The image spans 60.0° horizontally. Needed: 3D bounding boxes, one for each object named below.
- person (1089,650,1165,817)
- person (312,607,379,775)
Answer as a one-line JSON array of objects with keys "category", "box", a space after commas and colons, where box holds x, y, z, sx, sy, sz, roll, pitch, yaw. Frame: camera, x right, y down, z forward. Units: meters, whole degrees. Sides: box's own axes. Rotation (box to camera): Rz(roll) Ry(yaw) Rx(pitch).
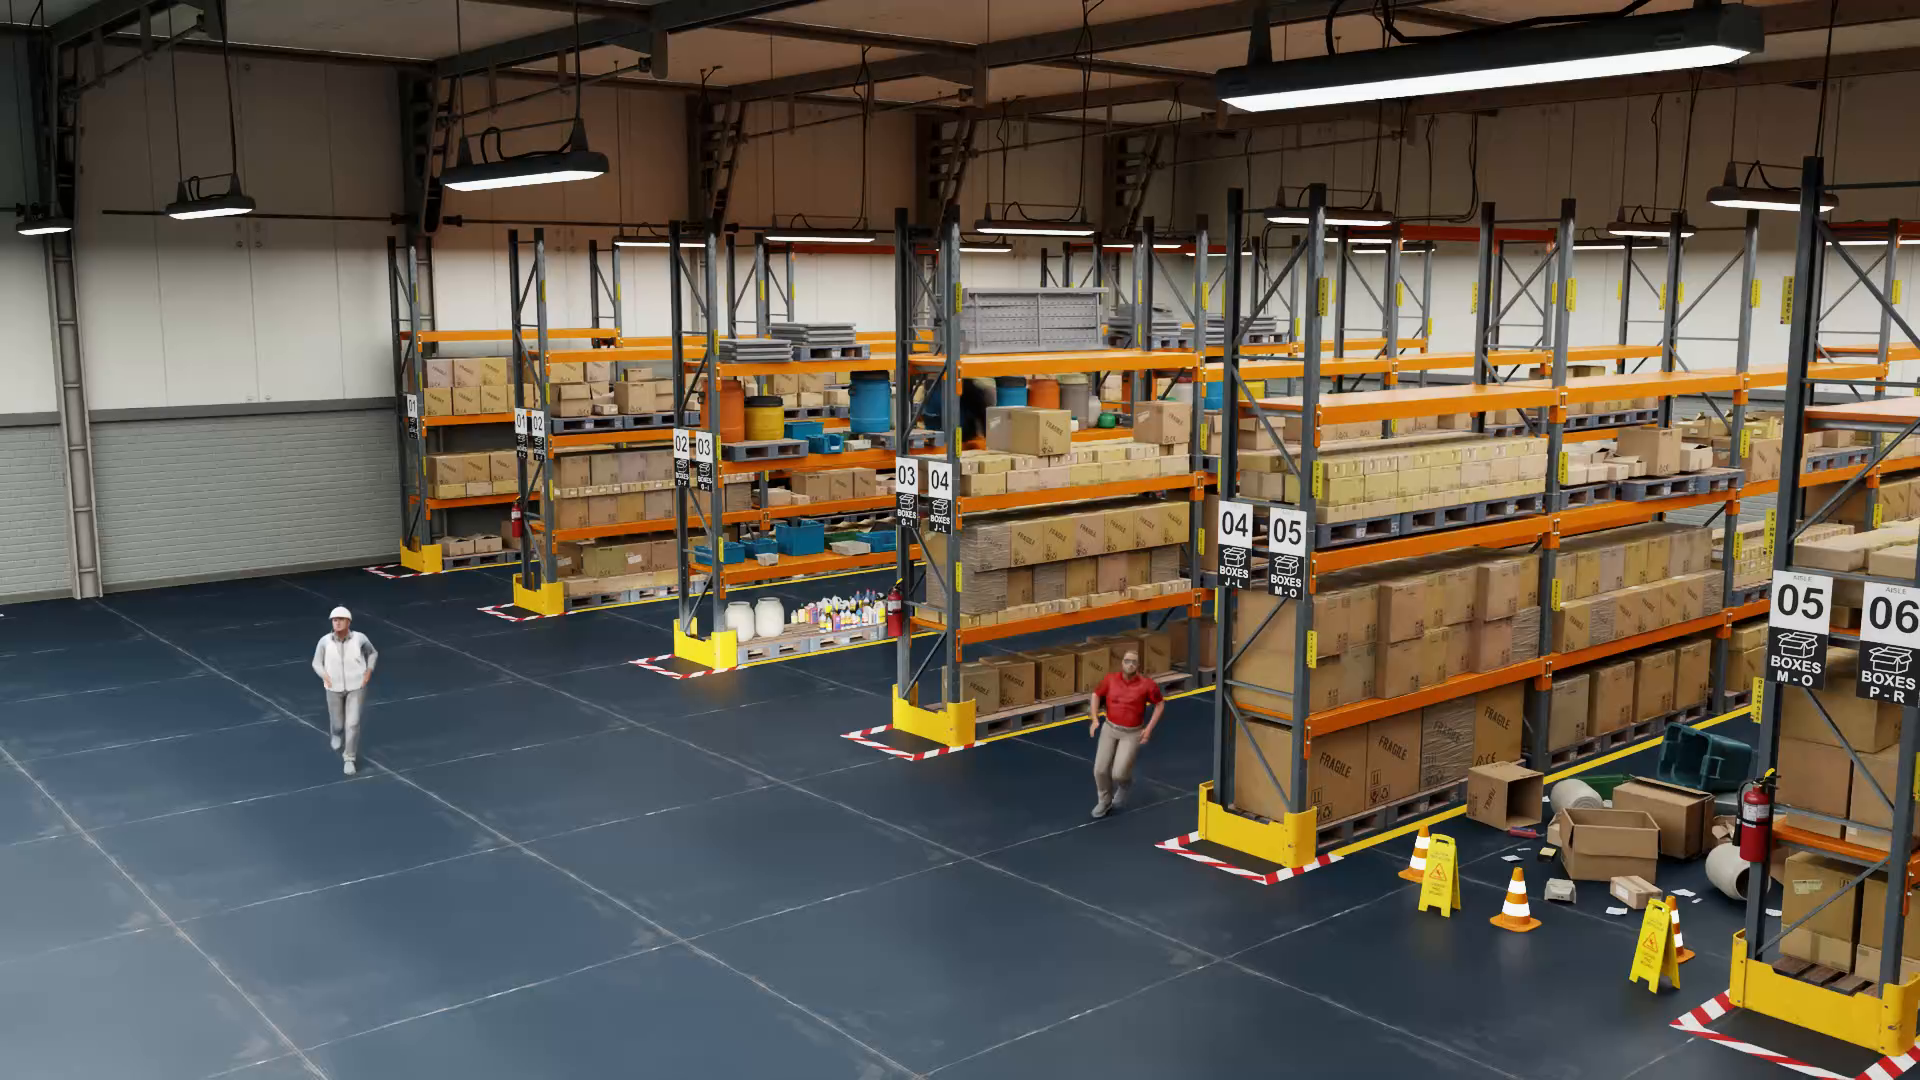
[{"category": "person", "box": [1.588, 1.892, 16.154, 0.716, 1.679, 0.517, 4, 10, 23]}, {"category": "person", "box": [-6.600, 1.577, 17.909, 0.669, 1.768, 0.810, -3, 9, -16]}]
